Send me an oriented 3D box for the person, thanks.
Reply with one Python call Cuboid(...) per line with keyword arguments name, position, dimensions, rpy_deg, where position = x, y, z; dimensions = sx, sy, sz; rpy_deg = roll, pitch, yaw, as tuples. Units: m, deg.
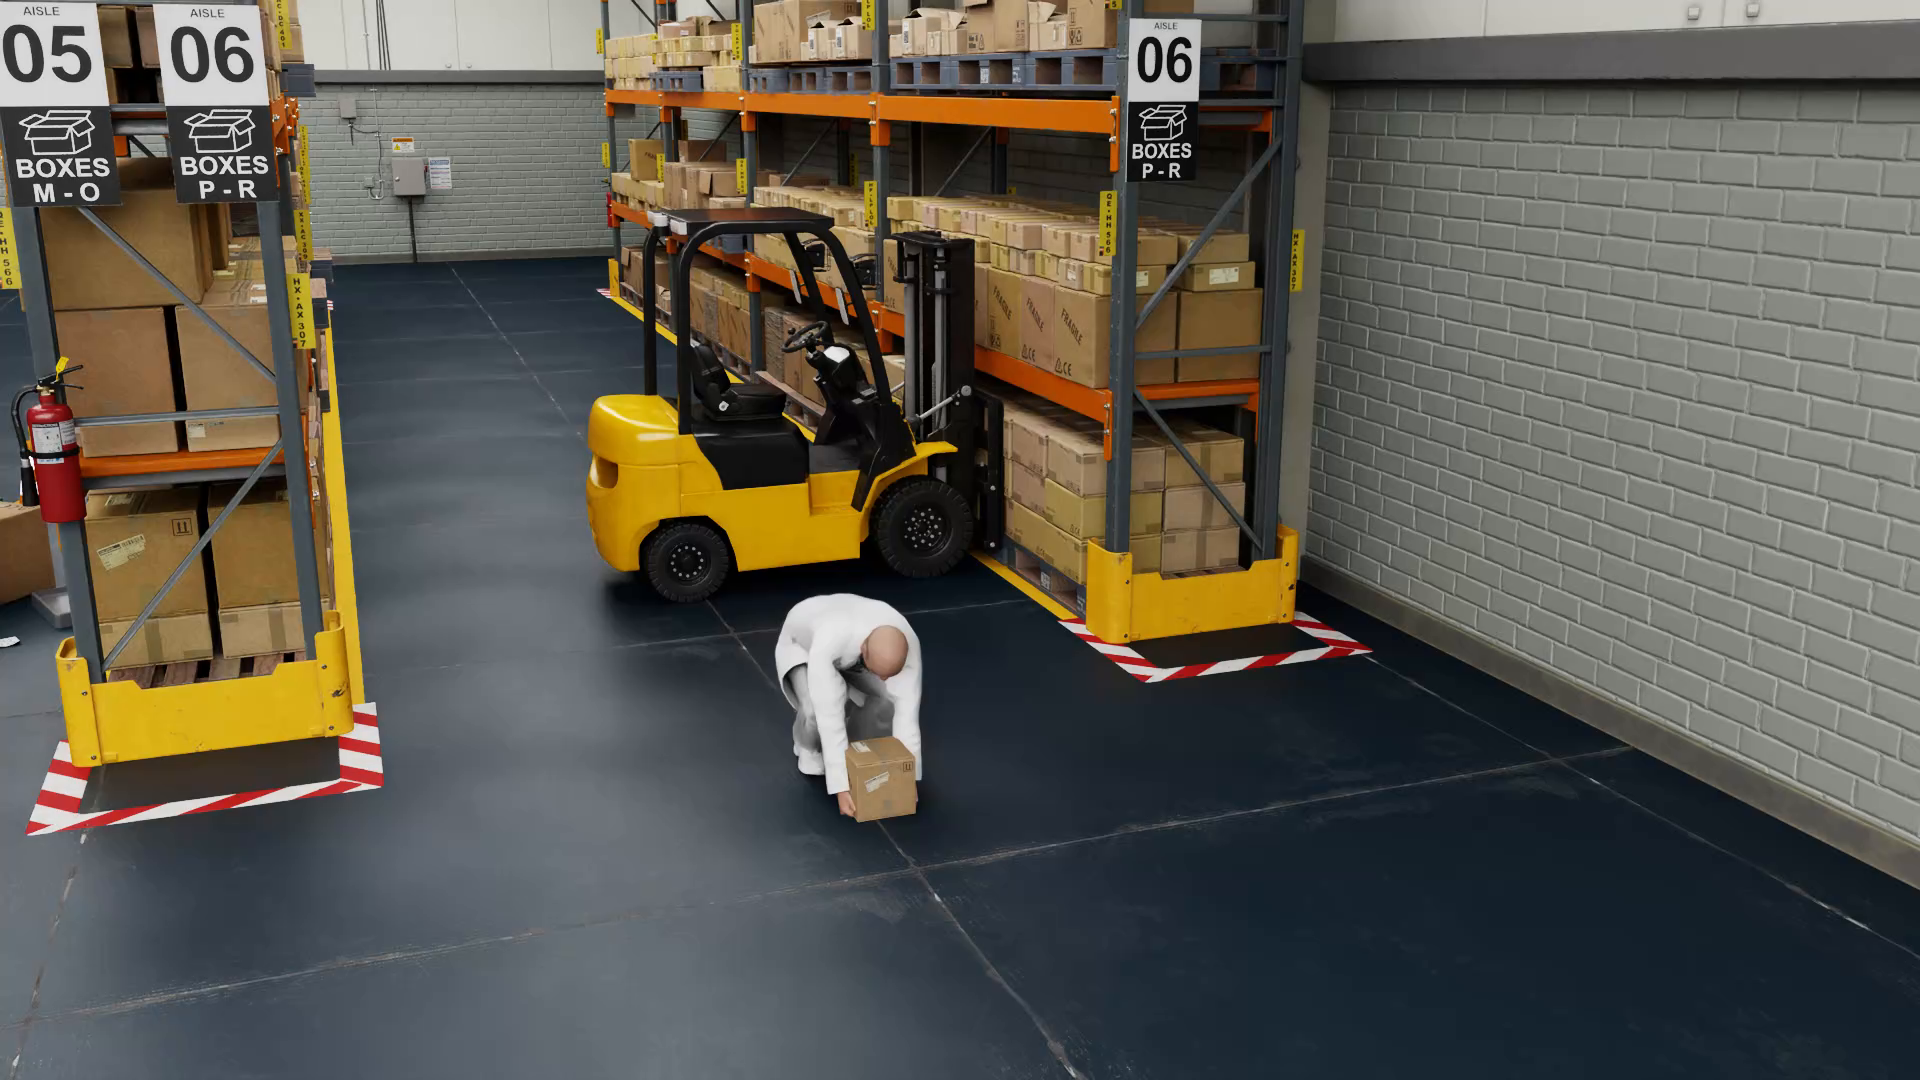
Cuboid(name="person", position=(-0.469, 0.647, 7.106), dimensions=(0.576, 0.806, 0.947), rpy_deg=(-6, 17, -21))
